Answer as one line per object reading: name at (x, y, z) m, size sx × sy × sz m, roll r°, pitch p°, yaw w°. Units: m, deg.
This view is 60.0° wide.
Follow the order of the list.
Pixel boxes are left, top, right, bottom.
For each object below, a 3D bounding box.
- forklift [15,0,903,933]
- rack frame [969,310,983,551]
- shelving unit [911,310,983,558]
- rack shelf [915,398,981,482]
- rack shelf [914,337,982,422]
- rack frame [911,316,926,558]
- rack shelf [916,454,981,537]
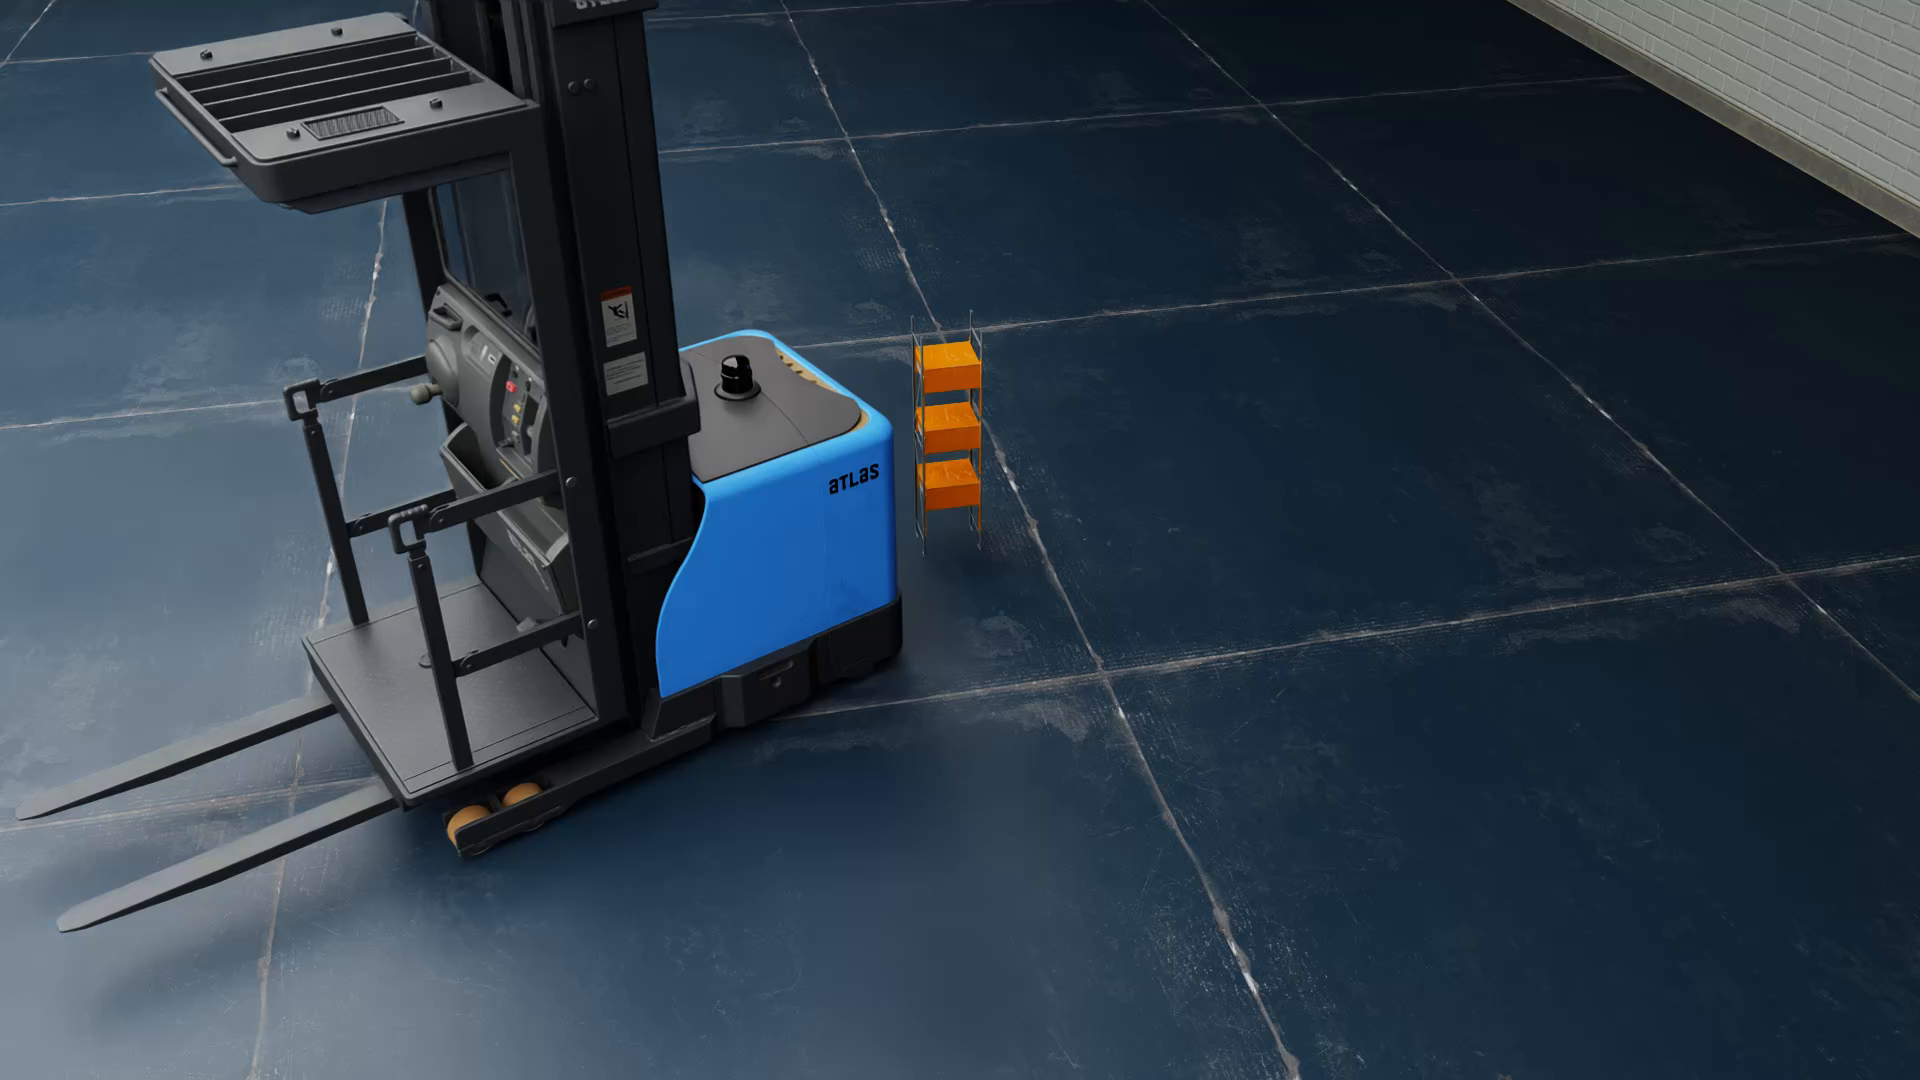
forklift at (-1.716, -0.482, 5.338) m, size 3.031 × 2.935 × 1.130 m, roll -22°, pitch 40°, yaw -29°
rack frame at (0.067, -0.444, 6.970) m, size 0.008 × 1.050 × 0.200 m, roll -7°, pitch 35°, yaw -11°
shelving unit at (-0.052, -0.429, 6.948) m, size 0.252 × 1.050 × 0.215 m, roll -7°, pitch 35°, yaw -11°
rack shelf at (-0.052, -0.421, 6.954) m, size 0.240 × 0.259 × 0.215 m, roll -7°, pitch 35°, yaw -11°
rack shelf at (-0.052, -0.656, 6.795) m, size 0.240 × 0.259 × 0.215 m, roll -7°, pitch 35°, yaw -11°
rack frame at (-0.171, -0.414, 6.925) m, size 0.008 × 1.050 × 0.200 m, roll -7°, pitch 35°, yaw -11°
rack shelf at (-0.052, -0.190, 7.108) m, size 0.240 × 0.259 × 0.215 m, roll -7°, pitch 35°, yaw -11°
